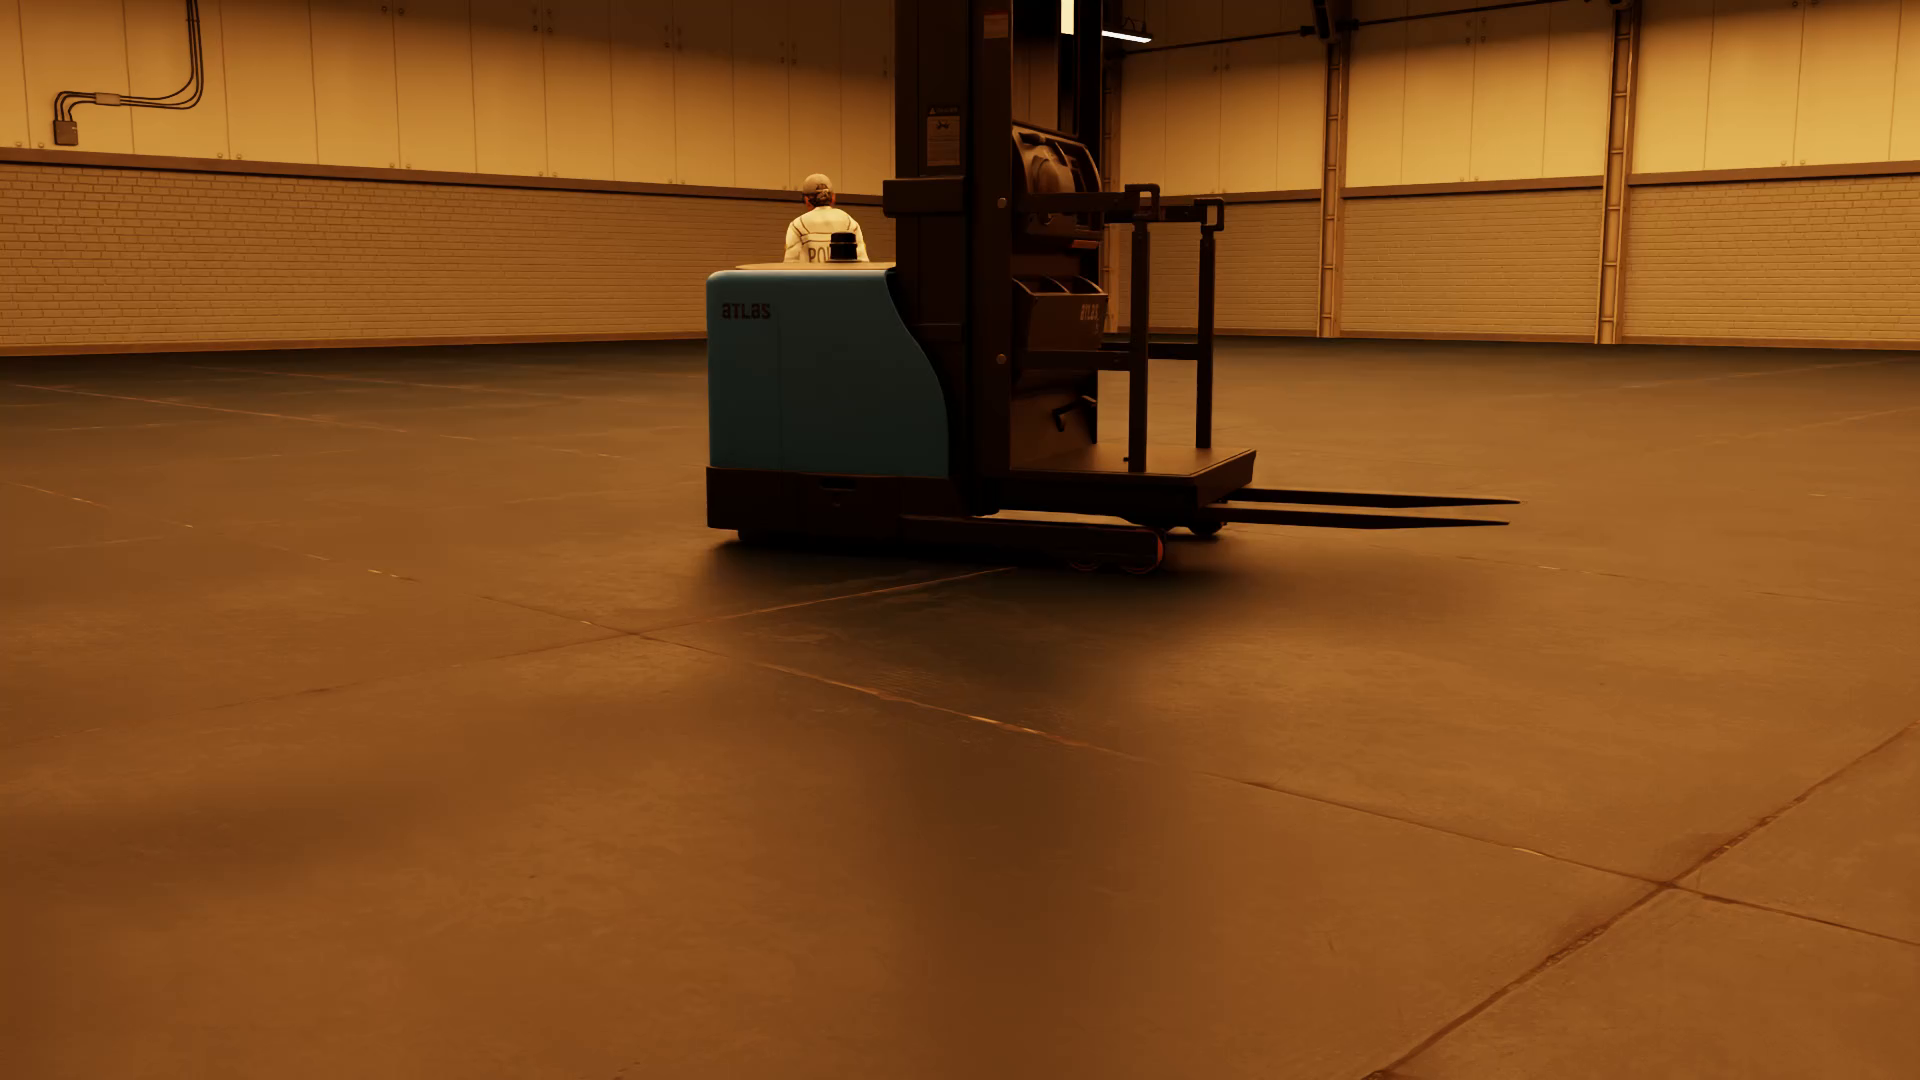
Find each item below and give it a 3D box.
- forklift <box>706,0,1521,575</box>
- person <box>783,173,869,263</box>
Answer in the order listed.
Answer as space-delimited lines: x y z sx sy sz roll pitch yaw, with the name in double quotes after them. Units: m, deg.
0.565 -1.416 6.275 3.031 2.935 1.130 3 9 22 "forklift"
-0.764 -1.284 9.660 0.562 1.665 0.471 -2 9 -16 "person"
